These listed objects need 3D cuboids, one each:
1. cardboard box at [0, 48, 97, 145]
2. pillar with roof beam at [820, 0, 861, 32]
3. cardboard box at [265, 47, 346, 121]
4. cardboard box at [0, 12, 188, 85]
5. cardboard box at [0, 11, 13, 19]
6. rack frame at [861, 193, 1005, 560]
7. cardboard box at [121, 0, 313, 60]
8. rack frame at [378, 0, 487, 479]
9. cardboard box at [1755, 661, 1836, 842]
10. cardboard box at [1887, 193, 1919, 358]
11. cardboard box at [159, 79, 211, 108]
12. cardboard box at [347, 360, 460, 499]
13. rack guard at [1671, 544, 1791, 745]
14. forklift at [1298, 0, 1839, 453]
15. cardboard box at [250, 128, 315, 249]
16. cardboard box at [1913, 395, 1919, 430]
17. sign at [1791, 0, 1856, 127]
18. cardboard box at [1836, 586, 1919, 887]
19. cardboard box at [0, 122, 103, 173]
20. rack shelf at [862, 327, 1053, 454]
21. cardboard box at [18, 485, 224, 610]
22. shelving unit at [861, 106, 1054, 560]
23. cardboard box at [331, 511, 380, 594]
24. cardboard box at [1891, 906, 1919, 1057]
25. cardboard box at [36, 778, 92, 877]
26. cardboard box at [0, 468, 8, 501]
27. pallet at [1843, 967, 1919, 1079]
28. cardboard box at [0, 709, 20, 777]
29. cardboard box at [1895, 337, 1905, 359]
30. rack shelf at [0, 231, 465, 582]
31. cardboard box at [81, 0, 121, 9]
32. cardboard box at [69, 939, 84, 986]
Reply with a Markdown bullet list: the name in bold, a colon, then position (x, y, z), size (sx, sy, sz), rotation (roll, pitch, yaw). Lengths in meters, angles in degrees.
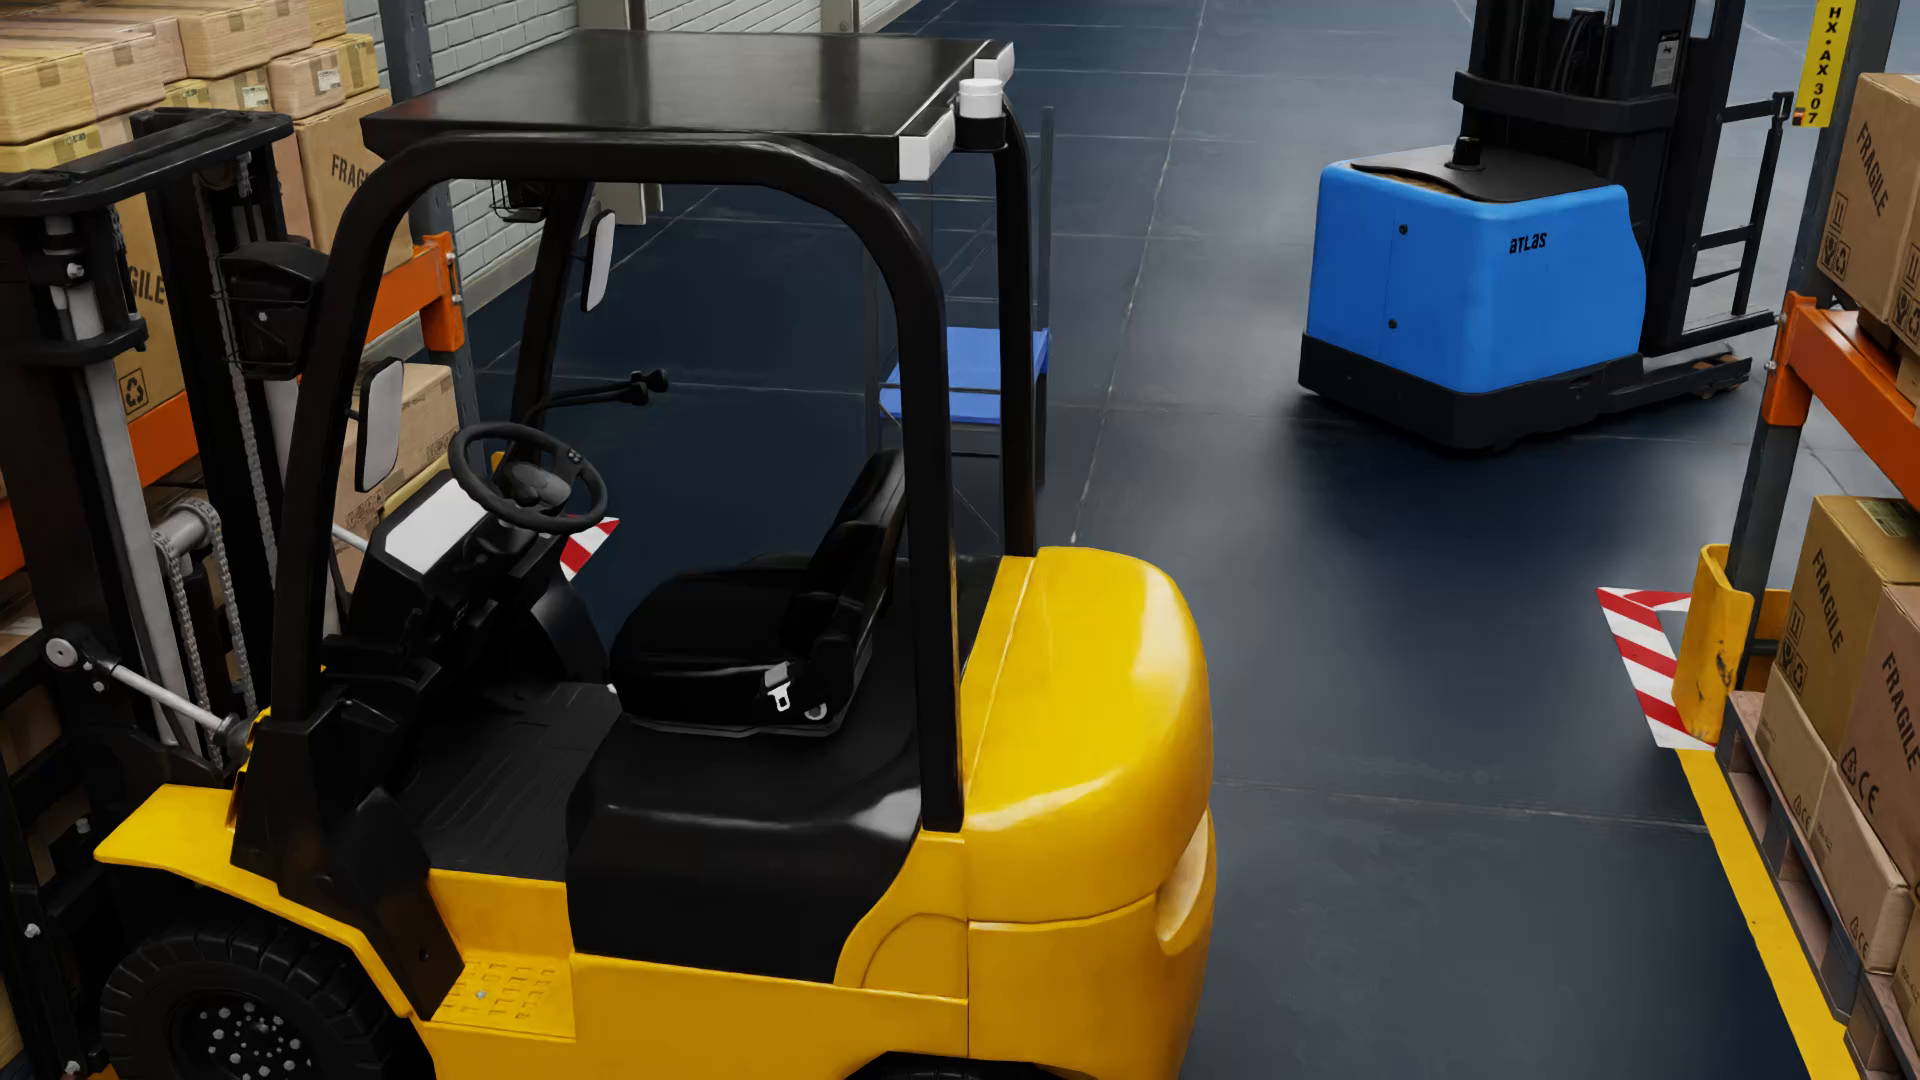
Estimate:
- **cardboard box**: position (-2.057, -0.929, 3.462), size (0.380, 0.149, 0.250), rotation (5, 25, 10)
- **pillar with roof beam**: position (3.108, -8.369, 13.515), size (9.100, 9.000, 0.400), rotation (4, 25, 9)
- **cardboard box**: position (-1.890, -1.226, 4.448), size (0.380, 0.149, 0.250), rotation (4, 25, 9)
- **cardboard box**: position (-2.087, -1.154, 3.943), size (0.380, 0.149, 0.250), rotation (4, 25, 9)
- **cardboard box**: position (-2.523, -1.187, 4.015), size (0.380, 0.149, 0.250), rotation (4, 25, 9)
- **rack frame**: position (-0.069, -0.502, 5.554), size (0.500, 1.500, 0.032), rotation (4, 25, 9)
- **cardboard box**: position (-1.957, -1.364, 4.393), size (0.380, 0.149, 0.250), rotation (4, 25, 9)
- **rack frame**: position (-2.097, -1.160, 5.191), size (1.000, 3.000, 0.127), rotation (4, 25, 9)
- **cardboard box**: position (2.396, 0.555, 4.273), size (0.500, 0.250, 0.500), rotation (4, 25, 8)
- **cardboard box**: position (2.368, -0.602, 3.530), size (0.500, 0.500, 0.500), rotation (5, 26, 10)
- **cardboard box**: position (-2.044, -1.019, 4.005), size (0.380, 0.149, 0.250), rotation (4, 25, 8)
- **cardboard box**: position (-1.865, -0.344, 5.015), size (0.500, 0.250, 0.500), rotation (5, 26, 10)
- **rack guard**: position (2.788, 0.346, 4.921), size (1.175, 0.500, 0.348), rotation (4, 25, 9)
- **forklift**: position (3.070, -2.149, 7.384), size (3.031, 2.935, 1.130), rotation (-15, 29, -29)
- **cardboard box**: position (-2.012, -0.765, 4.229), size (0.500, 0.500, 0.500), rotation (5, 26, 10)
- **cardboard box**: position (2.303, -0.262, 3.567), size (0.380, 0.149, 0.250), rotation (4, 25, 9)
- **sign**: position (2.265, -1.248, 4.356), size (0.100, 0.325, 0.005), rotation (4, 25, 9)
- **cardboard box**: position (2.311, 0.445, 3.625), size (0.500, 0.500, 0.500), rotation (3, 25, 7)
- **cardboard box**: position (-2.063, -0.797, 3.531), size (0.380, 0.149, 0.250), rotation (4, 25, 9)
- **rack shelf**: position (0.014, -0.552, 6.085), size (0.538, 0.185, 1.000), rotation (4, 25, 9)
- **cardboard box**: position (-2.015, 0.082, 4.105), size (0.500, 0.250, 0.500), rotation (4, 25, 9)
- **shelving unit**: position (0.014, -0.715, 6.008), size (0.538, 1.500, 1.048), rotation (4, 25, 9)
- **cardboard box**: position (-1.961, 0.103, 4.651), size (0.500, 0.250, 0.500), rotation (4, 25, 8)
- **cardboard box**: position (2.228, 0.997, 3.329), size (0.500, 0.250, 0.500), rotation (6, 26, 12)
- **cardboard box**: position (-2.110, 0.529, 3.740), size (0.500, 0.250, 0.500), rotation (4, 25, 8)
- **cardboard box**: position (-2.167, -0.340, 3.320), size (0.500, 0.500, 0.500), rotation (4, 25, 9)
- **pallet**: position (2.419, 1.323, 3.175), size (1.003, 0.211, 1.213), rotation (4, 25, 9)
- **cardboard box**: position (-2.199, 0.512, 3.186), size (0.500, 0.250, 0.500), rotation (5, 26, 10)
- **cardboard box**: position (2.514, -0.470, 4.012), size (0.380, 0.149, 0.250), rotation (4, 25, 9)
- **rack shelf**: position (-2.424, 0.002, 3.556), size (1.077, 0.370, 4.000), rotation (4, 25, 9)
- **cardboard box**: position (-2.468, -1.402, 4.472), size (0.380, 0.149, 0.250), rotation (5, 26, 10)
- **cardboard box**: position (-2.106, 0.748, 3.862), size (0.500, 0.250, 0.500), rotation (5, 26, 10)
